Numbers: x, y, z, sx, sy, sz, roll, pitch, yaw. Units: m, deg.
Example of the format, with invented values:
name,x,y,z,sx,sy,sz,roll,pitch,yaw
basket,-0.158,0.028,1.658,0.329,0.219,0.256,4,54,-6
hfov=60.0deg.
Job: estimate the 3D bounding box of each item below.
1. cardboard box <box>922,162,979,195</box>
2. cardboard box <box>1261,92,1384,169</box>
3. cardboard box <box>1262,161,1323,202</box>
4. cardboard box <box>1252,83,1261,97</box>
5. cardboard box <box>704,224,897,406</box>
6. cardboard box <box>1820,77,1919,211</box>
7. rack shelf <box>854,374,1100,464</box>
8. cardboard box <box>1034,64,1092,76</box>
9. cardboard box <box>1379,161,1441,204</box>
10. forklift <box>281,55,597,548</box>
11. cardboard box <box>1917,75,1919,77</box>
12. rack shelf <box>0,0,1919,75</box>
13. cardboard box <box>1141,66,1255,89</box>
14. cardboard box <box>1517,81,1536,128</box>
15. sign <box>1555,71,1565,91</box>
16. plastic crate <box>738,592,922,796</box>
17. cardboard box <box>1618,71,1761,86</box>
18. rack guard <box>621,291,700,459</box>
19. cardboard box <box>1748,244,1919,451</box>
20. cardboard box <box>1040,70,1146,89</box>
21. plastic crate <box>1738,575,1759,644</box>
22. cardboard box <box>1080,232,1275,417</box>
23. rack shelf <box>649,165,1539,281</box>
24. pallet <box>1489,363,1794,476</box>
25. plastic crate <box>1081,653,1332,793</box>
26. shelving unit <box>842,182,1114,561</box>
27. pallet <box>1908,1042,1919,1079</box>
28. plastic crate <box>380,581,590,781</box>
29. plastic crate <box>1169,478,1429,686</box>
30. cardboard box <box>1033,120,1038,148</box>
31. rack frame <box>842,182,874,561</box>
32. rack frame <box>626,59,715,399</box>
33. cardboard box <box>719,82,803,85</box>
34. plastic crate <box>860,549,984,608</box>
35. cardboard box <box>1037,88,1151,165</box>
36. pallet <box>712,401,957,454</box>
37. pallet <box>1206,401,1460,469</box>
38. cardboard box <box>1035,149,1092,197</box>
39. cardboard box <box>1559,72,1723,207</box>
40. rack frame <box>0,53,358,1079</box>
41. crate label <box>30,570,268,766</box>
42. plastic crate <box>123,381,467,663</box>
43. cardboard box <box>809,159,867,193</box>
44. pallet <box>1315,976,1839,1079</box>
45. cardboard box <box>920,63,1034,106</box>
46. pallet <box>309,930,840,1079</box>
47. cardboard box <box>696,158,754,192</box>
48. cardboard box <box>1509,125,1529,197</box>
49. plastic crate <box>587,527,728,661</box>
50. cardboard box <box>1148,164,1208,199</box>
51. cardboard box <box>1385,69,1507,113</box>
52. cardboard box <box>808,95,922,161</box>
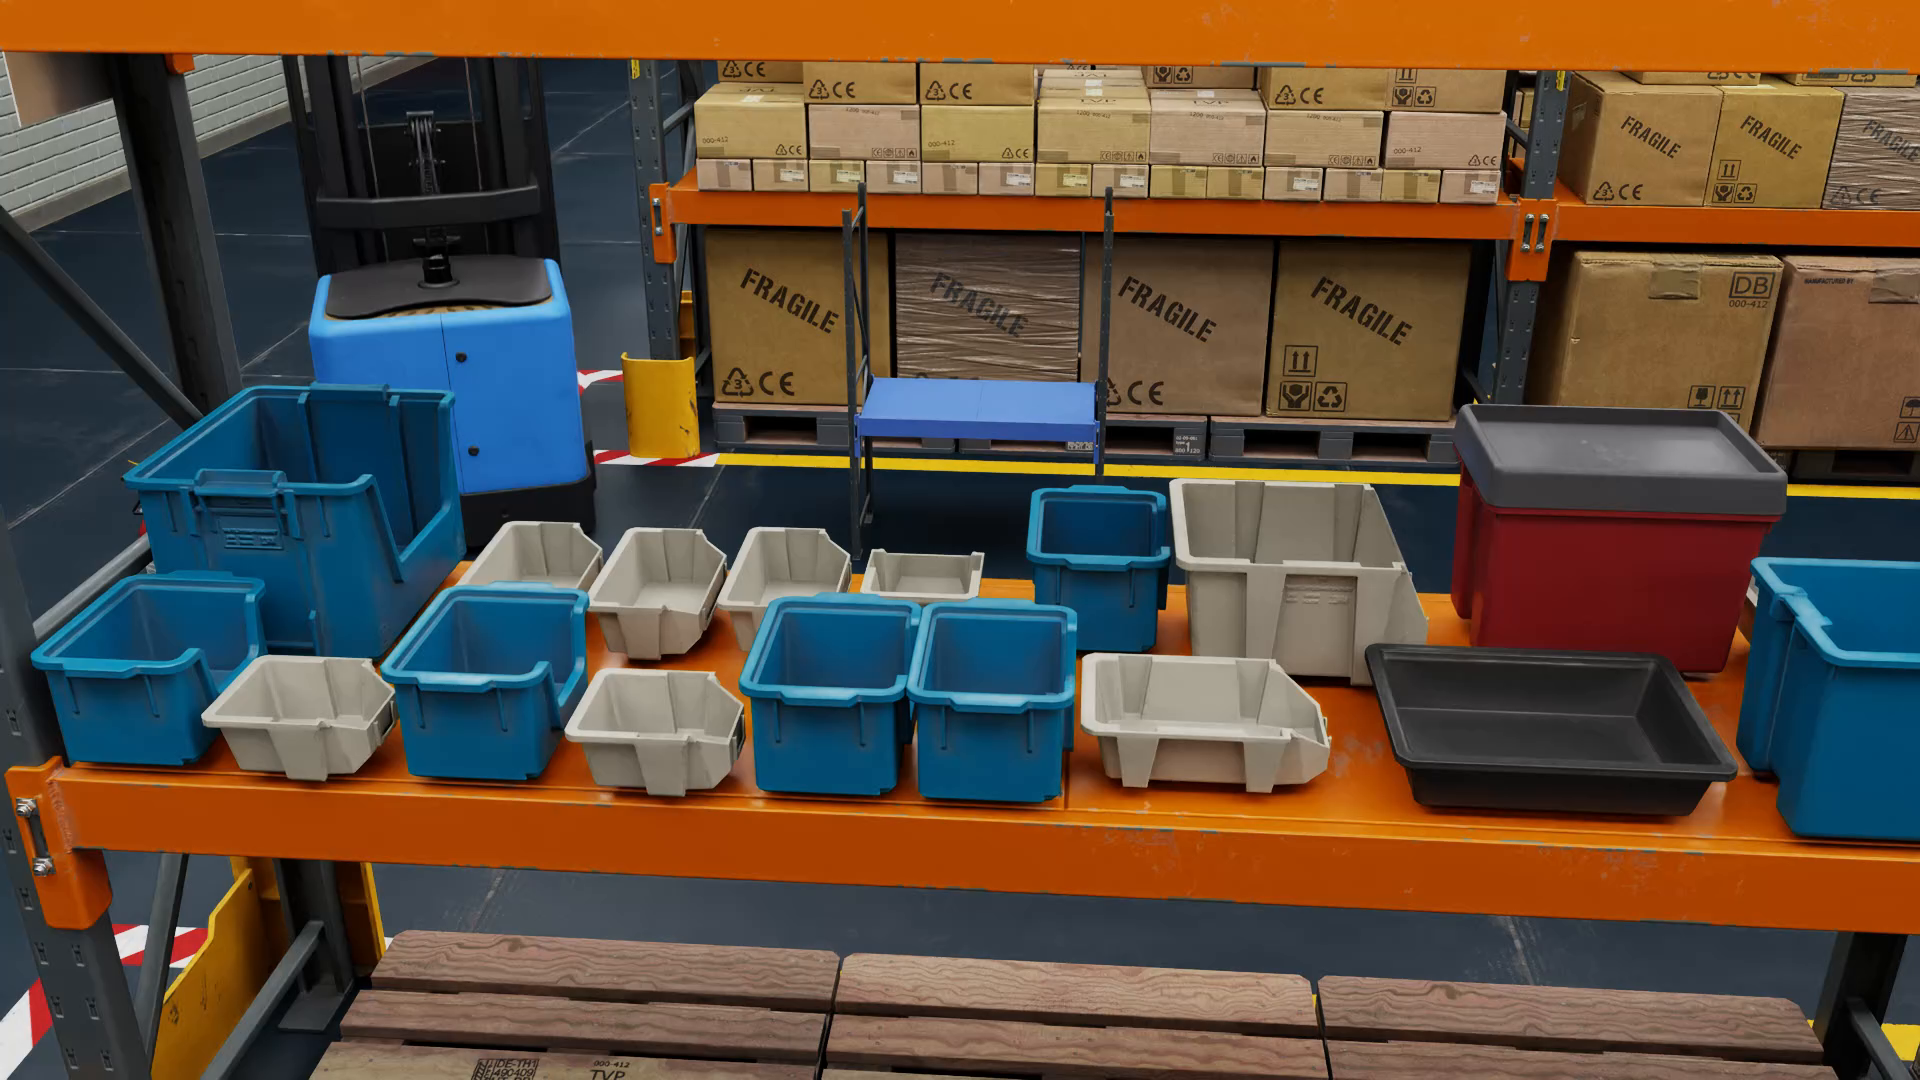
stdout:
name,x,y,z,sx,sy,sz,roll,pitch,yaw
cardboard box,-0.035,-1.709,7.676,0.250,0.149,0.380,1,25,3
cardboard box,1.623,-1.863,7.534,0.500,0.250,0.500,3,25,6
cardboard box,1.501,-1.660,7.569,0.250,0.149,0.380,2,25,5
cardboard box,1.656,-2.085,8.017,0.500,0.250,0.500,2,25,4
cardboard box,-0.745,-1.242,8.401,0.875,0.875,0.875,2,25,4
cardboard box,4.039,-1.770,7.390,0.500,0.500,0.500,1,25,3
rack shelf,0.085,-0.515,7.006,1.000,0.185,0.538,2,25,4
cardboard box,0.949,-5.156,17.429,0.875,0.438,0.875,2,25,5
cardboard box,2.013,-1.643,7.533,0.250,0.149,0.380,2,25,5
forklift,-2.486,-1.843,7.749,1.130,2.935,3.031,-7,26,-15
cardboard box,4.541,-2.320,7.384,0.637,0.503,0.797,3,25,6
rack shelf,0.226,-0.911,2.915,4.000,0.370,1.077,2,25,4
cardboard box,1.132,-2.439,7.889,0.500,0.500,0.500,1,25,2
cardboard box,4.328,-3.186,12.176,0.500,0.250,0.500,3,25,5
sign,2.559,-2.074,7.038,0.005,0.325,0.100,2,25,4
plastic crate,-0.234,0.296,3.146,0.300,0.233,0.416,2,25,4
cardboard box,3.237,-2.360,7.471,0.637,0.503,0.797,1,25,3
rack guard,-1.413,-0.869,8.541,0.348,0.500,1.175,2,25,4
cardboard box,4.130,-1.061,8.007,0.875,0.875,1.225,1,25,2
cardboard box,0.648,-2.118,8.089,0.500,0.250,0.500,2,25,4
plastic crate,1.767,0.207,3.456,0.243,0.136,0.396,2,25,4
cardboard box,1.050,-1.185,8.276,0.875,0.875,0.875,2,25,4
rack shelf,0.605,-1.613,8.028,4.000,0.370,1.077,2,25,4
pallet,3.375,-0.616,8.336,1.213,0.211,1.003,2,25,4
plastic crate,0.461,0.351,3.143,0.466,0.136,0.293,2,25,4
shelving unit,0.085,-0.679,6.931,1.048,1.500,0.538,2,25,4
pallet,2.986,1.497,3.744,1.213,0.211,1.003,2,25,4
plastic crate,-0.891,0.275,3.192,0.300,0.233,0.416,2,25,4
plastic crate,0.712,0.089,3.537,0.530,0.282,0.437,2,25,4
cardboard box,0.269,-1.975,8.255,0.250,0.149,0.380,2,25,4
rack frame,-0.422,-0.695,6.966,0.032,1.500,0.500,2,25,4
rack frame,-1.389,-2.004,8.017,0.127,3.000,1.000,2,25,4
cardboard box,-0.885,-2.166,8.192,0.500,0.250,0.500,1,25,3
plastic crate,-0.077,0.119,3.646,0.250,0.136,0.298,2,25,4
cardboard box,0.609,-1.897,7.608,0.500,0.250,0.500,1,25,3
pallet,-0.586,-0.744,8.615,1.213,0.211,1.003,2,25,4
pallet,1.847,-0.666,8.445,1.213,0.211,1.003,2,25,4
cardboard box,0.474,-1.692,7.640,0.250,0.149,0.380,1,25,3
cardboard box,3.039,-1.802,7.459,0.500,0.500,0.500,2,25,4
rack frame,-1.768,0.060,3.530,0.127,3.000,1.000,2,25,4
crate label,-1.547,0.254,3.237,0.303,0.233,0.416,2,25,4
plastic crate,-1.420,-0.050,3.656,0.499,0.435,0.616,2,25,4
cardboard box,-0.549,-1.725,7.711,0.250,0.149,0.380,1,25,3
pallet,1.484,1.448,3.851,1.213,0.211,1.003,2,25,4
cardboard box,0.085,-2.254,7.486,0.500,0.500,0.500,1,25,3
pallet,-0.949,1.370,4.021,1.213,0.211,1.003,2,25,4
cardboard box,-1.060,-1.741,7.745,0.250,0.149,0.380,2,25,5
cardboard box,4.324,-2.845,12.332,0.500,0.500,0.500,3,25,6
plastic crate,-0.653,0.119,3.647,0.243,0.136,0.396,2,25,4
cardboard box,0.989,-1.676,7.604,0.250,0.149,0.380,1,25,3
cardboard box,2.121,-2.187,7.341,0.500,0.500,0.500,3,25,6
cardboard box,-0.412,-1.929,7.678,0.500,0.250,0.500,2,25,3
